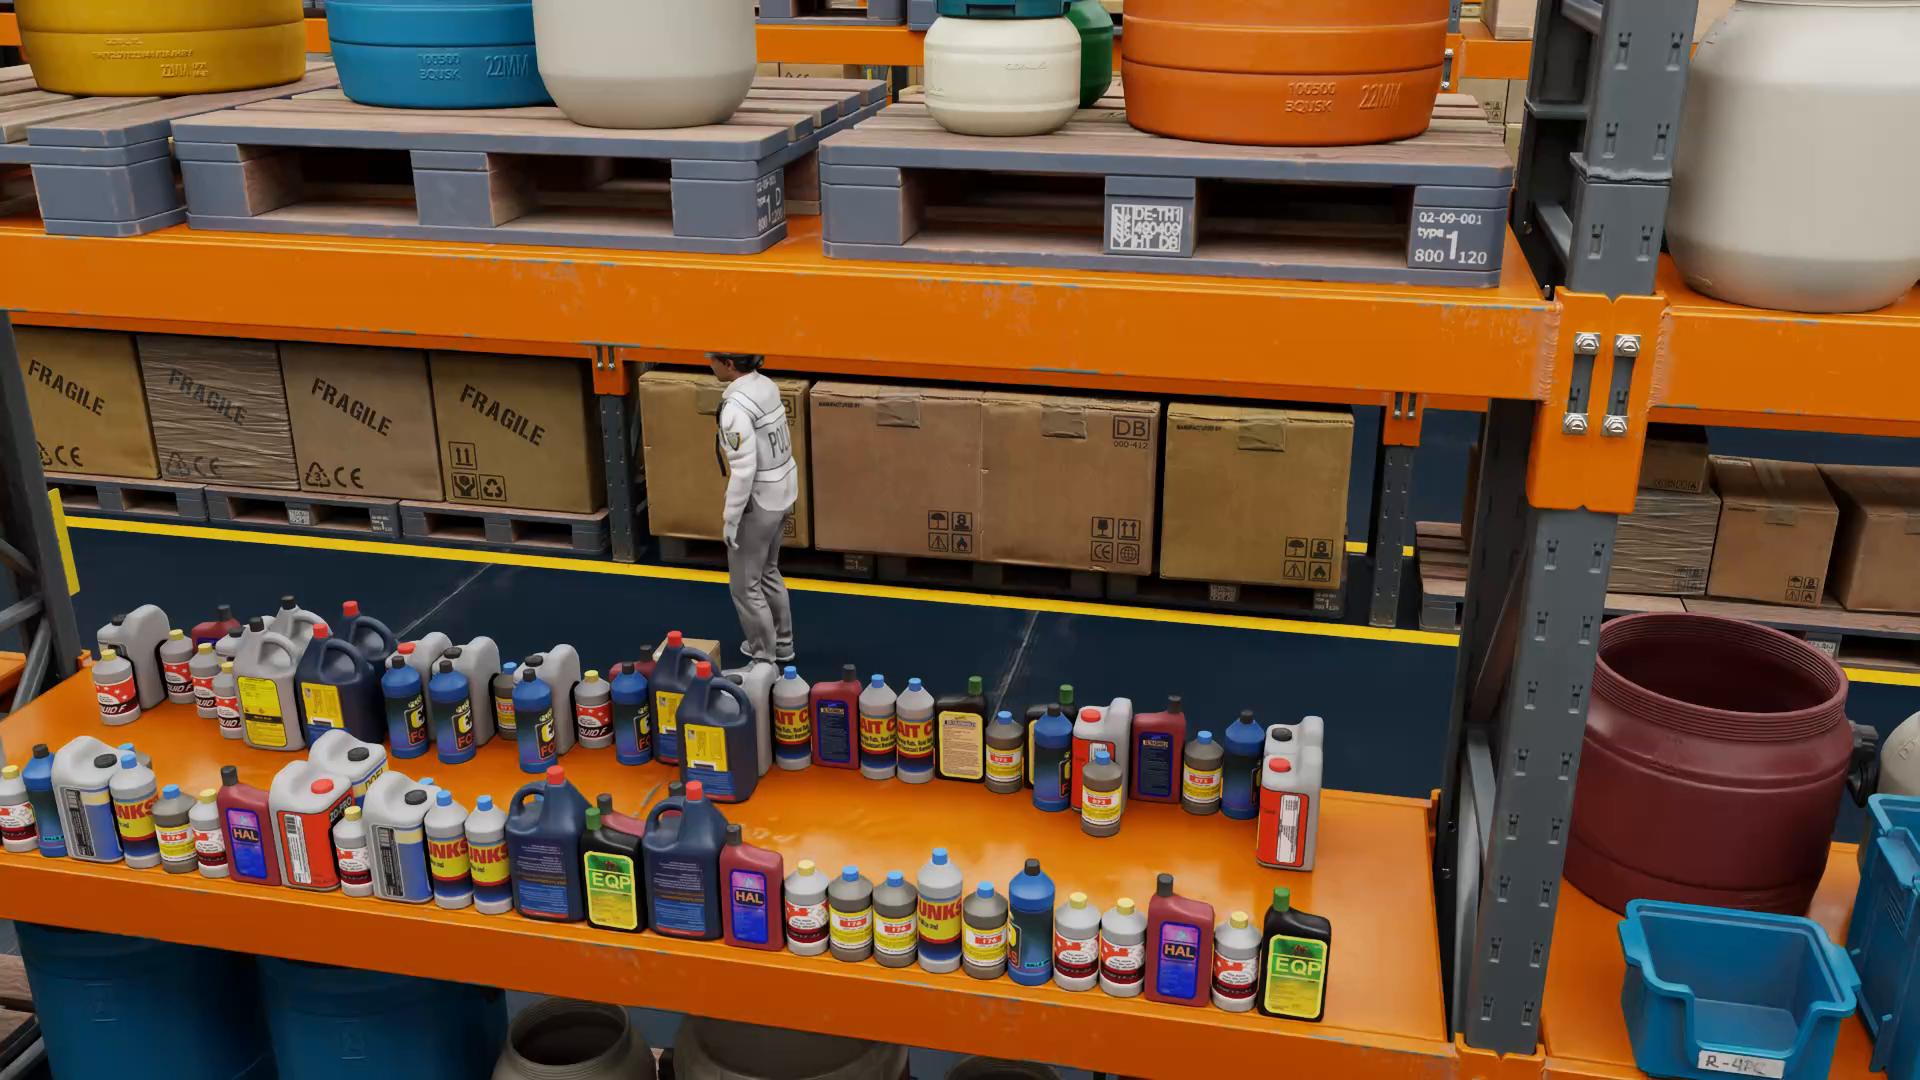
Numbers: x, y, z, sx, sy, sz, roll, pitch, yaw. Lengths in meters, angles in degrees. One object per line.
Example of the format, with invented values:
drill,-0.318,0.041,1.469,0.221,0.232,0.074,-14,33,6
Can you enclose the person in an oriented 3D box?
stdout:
person,-0.925,-0.151,7.462,0.374,1.663,0.529,5,22,12
